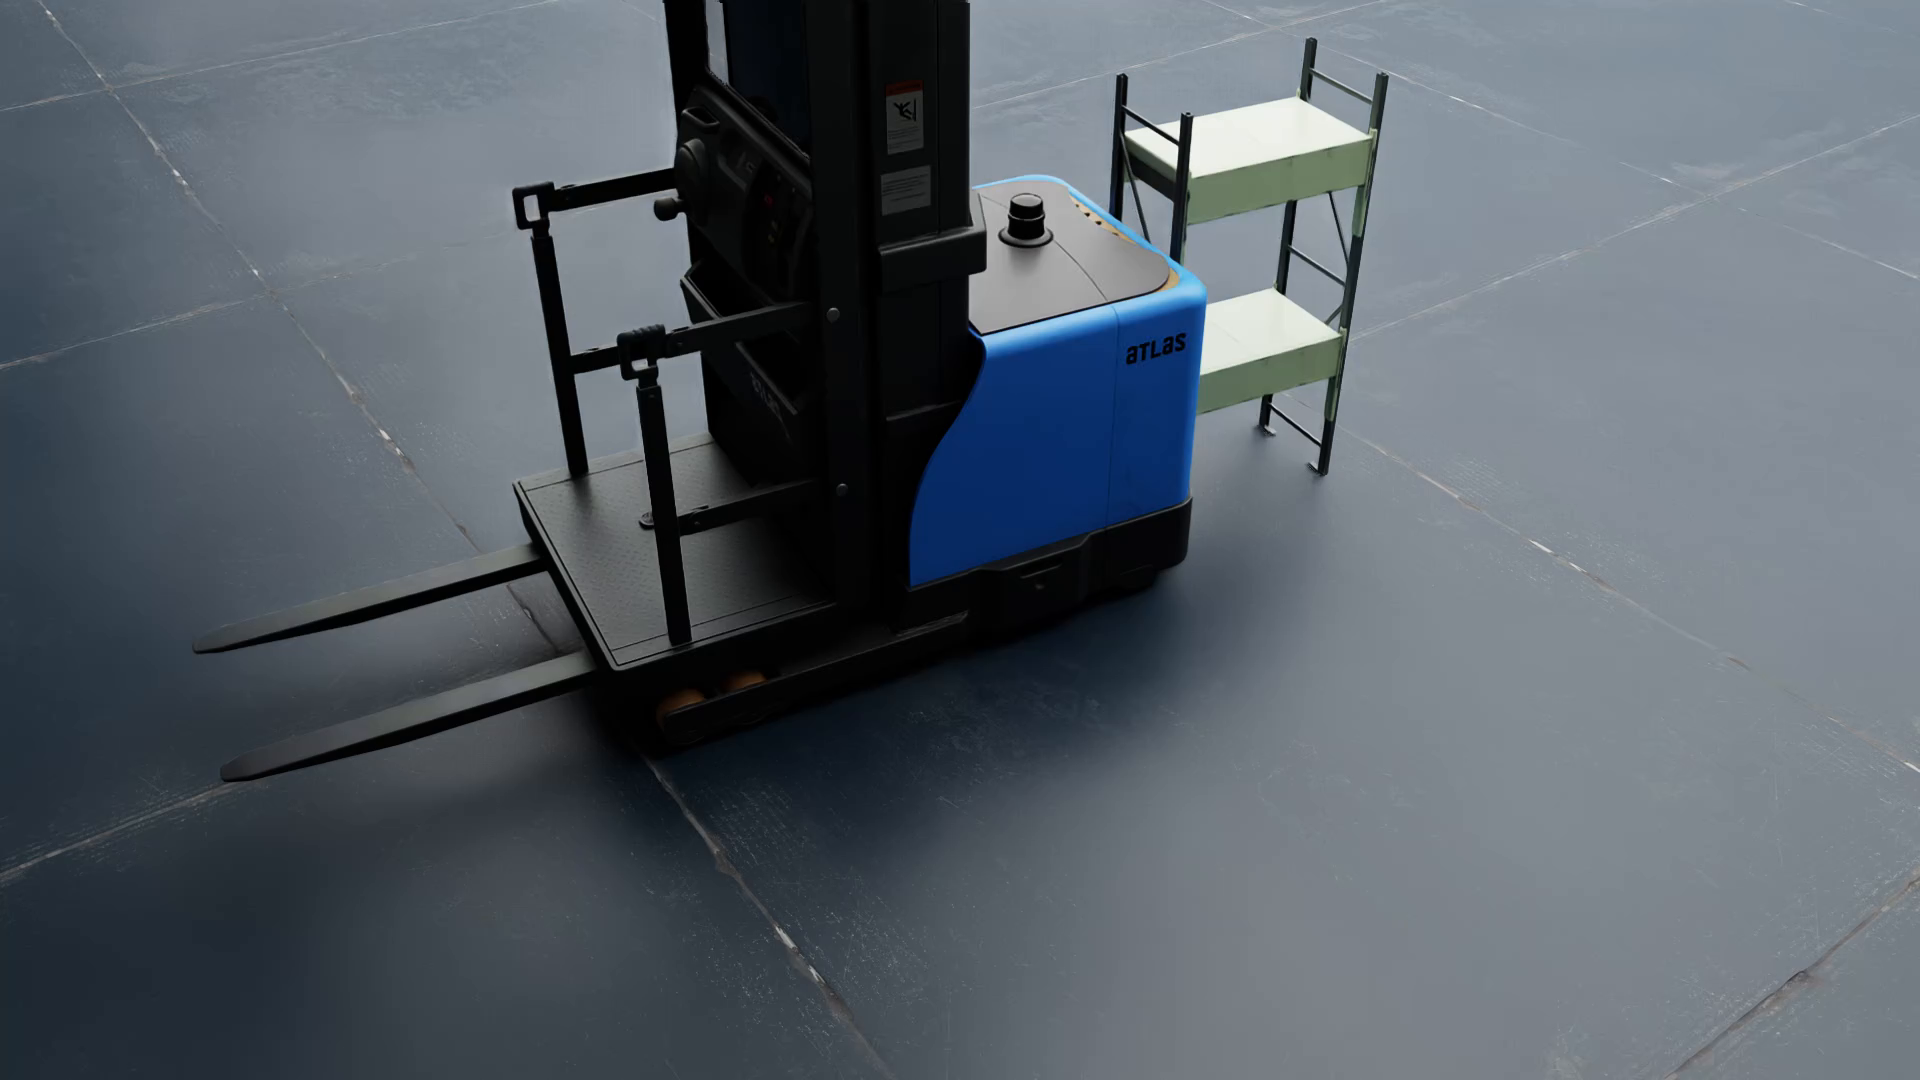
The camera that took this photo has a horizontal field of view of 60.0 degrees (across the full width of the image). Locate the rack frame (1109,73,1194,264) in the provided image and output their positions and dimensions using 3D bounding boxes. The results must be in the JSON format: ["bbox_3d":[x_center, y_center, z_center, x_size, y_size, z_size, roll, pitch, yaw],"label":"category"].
[{"bbox_3d":[0.593,-0.753,5.512,0.023,1.500,0.400,-17,39,-22],"label":"rack frame"}]

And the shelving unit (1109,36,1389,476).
[{"bbox_3d":[0.918,-0.851,5.649,0.755,1.500,0.431,-17,39,-22],"label":"shelving unit"}]

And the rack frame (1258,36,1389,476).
[{"bbox_3d":[1.243,-0.949,5.785,0.023,1.500,0.400,-17,39,-22],"label":"rack frame"}]

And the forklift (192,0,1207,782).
[{"bbox_3d":[-0.787,-0.939,4.545,3.031,2.935,1.130,-17,39,-22],"label":"forklift"}]

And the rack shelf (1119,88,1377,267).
[{"bbox_3d":[0.918,-1.168,5.421,0.720,0.370,0.431,-17,39,-22],"label":"rack shelf"}]

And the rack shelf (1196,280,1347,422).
[{"bbox_3d":[0.918,-0.586,5.839,0.720,0.370,0.431,-17,39,-22],"label":"rack shelf"}]
